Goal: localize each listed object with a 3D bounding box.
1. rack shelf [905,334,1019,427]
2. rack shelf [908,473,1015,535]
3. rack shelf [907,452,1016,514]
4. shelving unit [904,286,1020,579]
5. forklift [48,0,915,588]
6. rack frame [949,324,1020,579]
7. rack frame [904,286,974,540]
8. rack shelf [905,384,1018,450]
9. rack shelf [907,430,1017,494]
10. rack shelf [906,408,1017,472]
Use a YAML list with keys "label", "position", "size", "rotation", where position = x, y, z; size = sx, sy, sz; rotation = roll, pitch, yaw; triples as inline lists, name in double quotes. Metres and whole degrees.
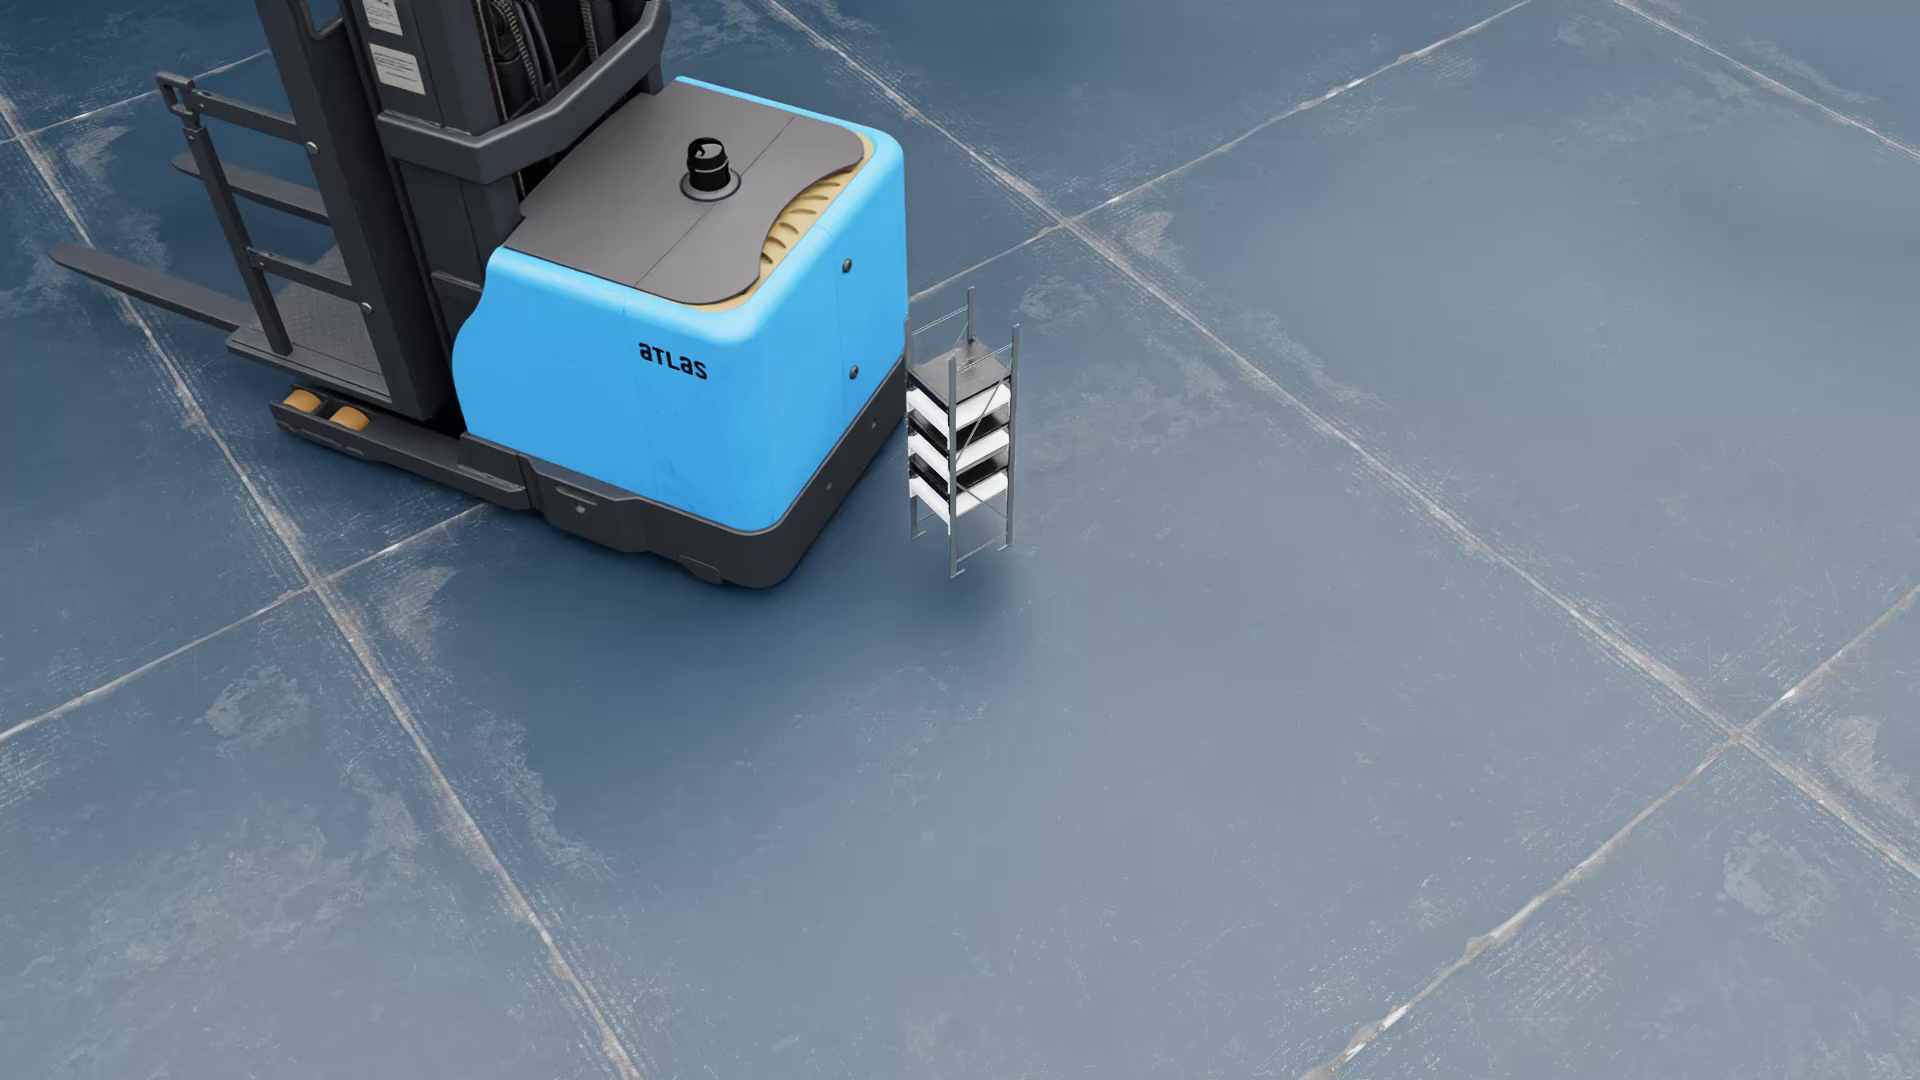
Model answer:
- label: "rack shelf"
  position: [0.005, -0.456, 4.737]
  size: [0.258, 0.077, 0.200]
  rotation: [-29, 54, -24]
- label: "rack shelf"
  position: [0.005, -0.154, 5.070]
  size: [0.258, 0.077, 0.200]
  rotation: [-29, 54, -24]
- label: "rack shelf"
  position: [0.005, -0.215, 5.004]
  size: [0.258, 0.077, 0.200]
  rotation: [-29, 54, -24]
- label: "shelving unit"
  position: [0.005, -0.297, 4.912]
  size: [0.258, 0.900, 0.210]
  rotation: [-29, 54, -24]
- label: "forklift"
  position: [-1.710, -1.593, 4.716]
  size: [3.031, 2.935, 1.130]
  rotation: [19, 51, 17]
- label: "rack frame"
  position: [0.066, -0.237, 4.858]
  size: [0.240, 0.900, 0.006]
  rotation: [-29, 54, -24]
- label: "rack frame"
  position: [-0.057, -0.357, 4.967]
  size: [0.240, 0.900, 0.006]
  rotation: [-29, 54, -24]
- label: "rack shelf"
  position: [0.005, -0.396, 4.804]
  size: [0.258, 0.077, 0.200]
  rotation: [-29, 54, -24]
- label: "rack shelf"
  position: [0.005, -0.275, 4.937]
  size: [0.258, 0.077, 0.200]
  rotation: [-29, 54, -24]
- label: "rack shelf"
  position: [0.005, -0.336, 4.870]
  size: [0.258, 0.077, 0.200]
  rotation: [-29, 54, -24]
